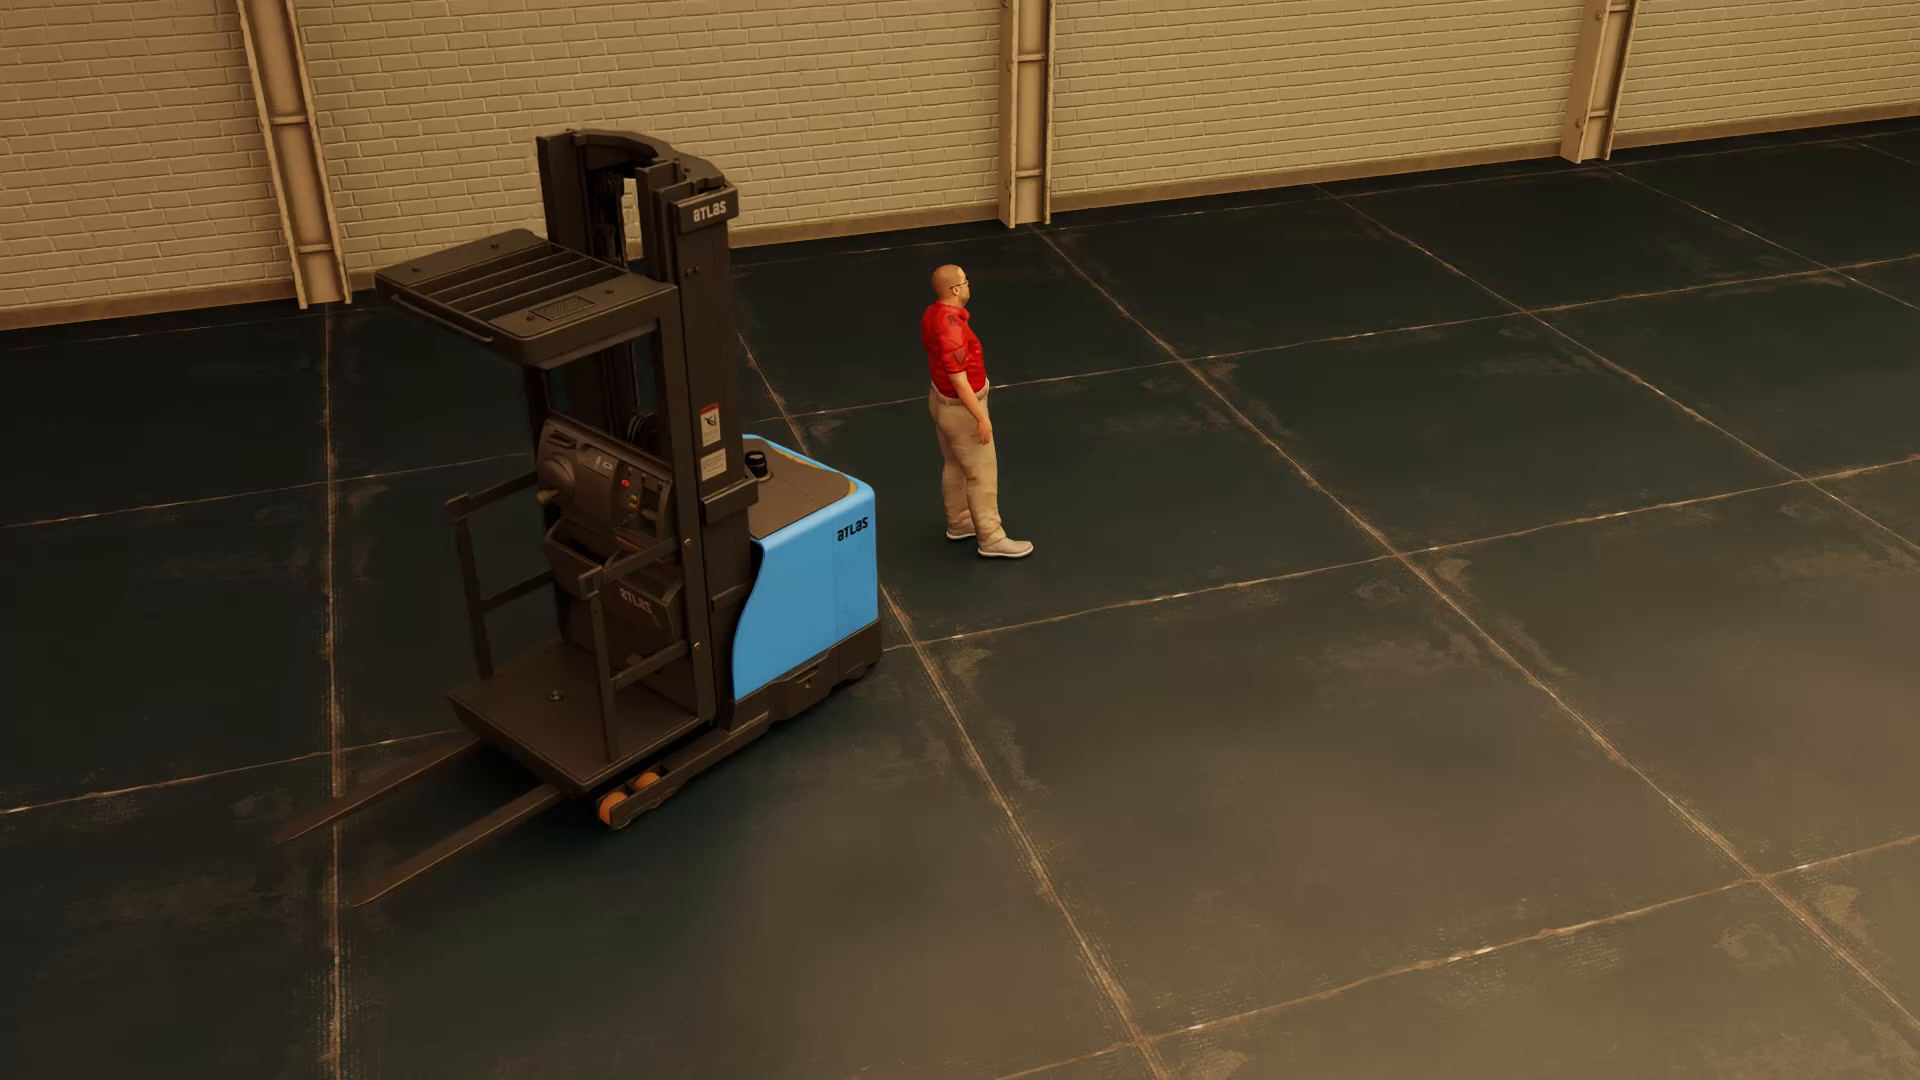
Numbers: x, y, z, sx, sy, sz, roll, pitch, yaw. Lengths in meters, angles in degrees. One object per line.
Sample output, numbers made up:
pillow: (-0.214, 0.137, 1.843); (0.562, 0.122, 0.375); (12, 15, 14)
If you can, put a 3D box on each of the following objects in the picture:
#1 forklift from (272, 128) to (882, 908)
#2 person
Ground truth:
forklift: (-1.769, -0.221, 7.472); (1.130, 2.935, 3.031); (24, 38, 35)
person: (0.089, -0.765, 9.606); (0.550, 1.728, 0.641); (-10, 31, -16)
